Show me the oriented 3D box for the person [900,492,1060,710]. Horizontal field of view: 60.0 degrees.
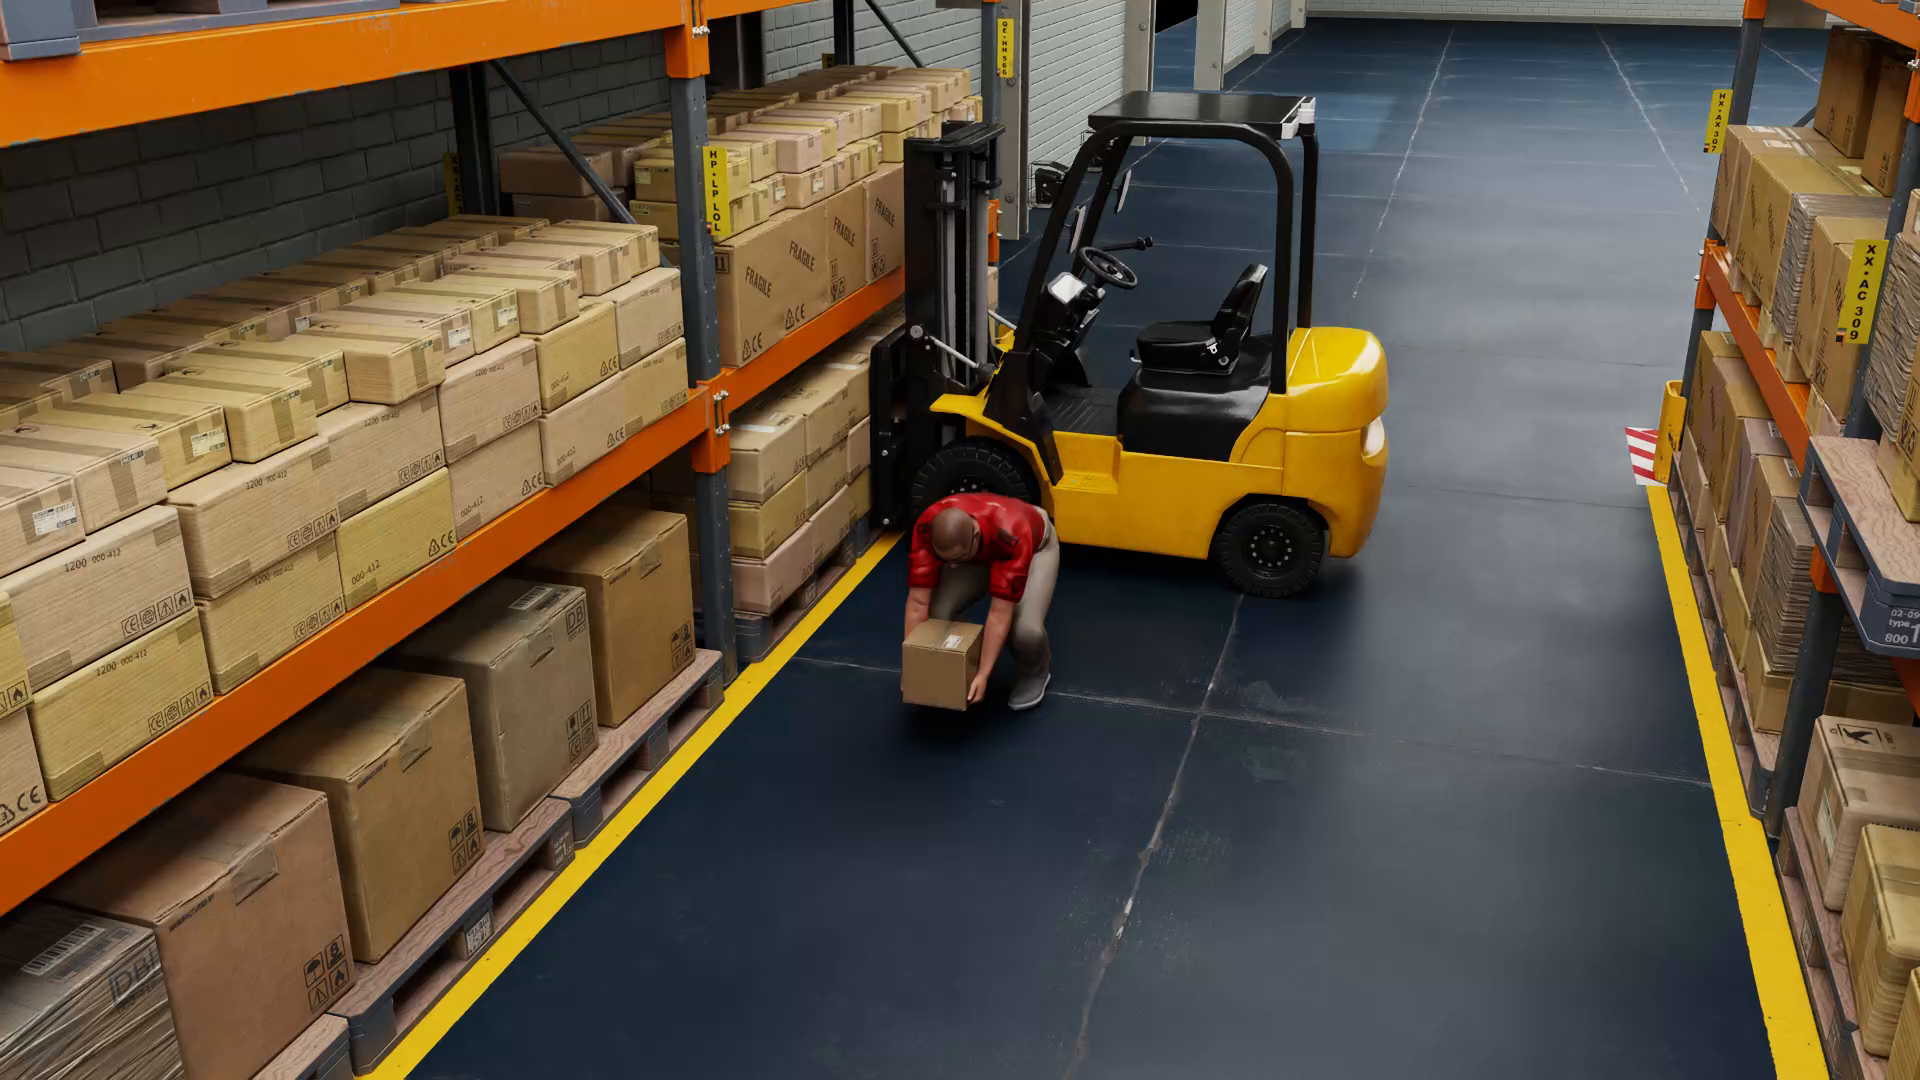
[{"bbox_3d":[0.092,0.218,6.592,0.539,0.974,0.913,10,24,23],"label":"person"}]
